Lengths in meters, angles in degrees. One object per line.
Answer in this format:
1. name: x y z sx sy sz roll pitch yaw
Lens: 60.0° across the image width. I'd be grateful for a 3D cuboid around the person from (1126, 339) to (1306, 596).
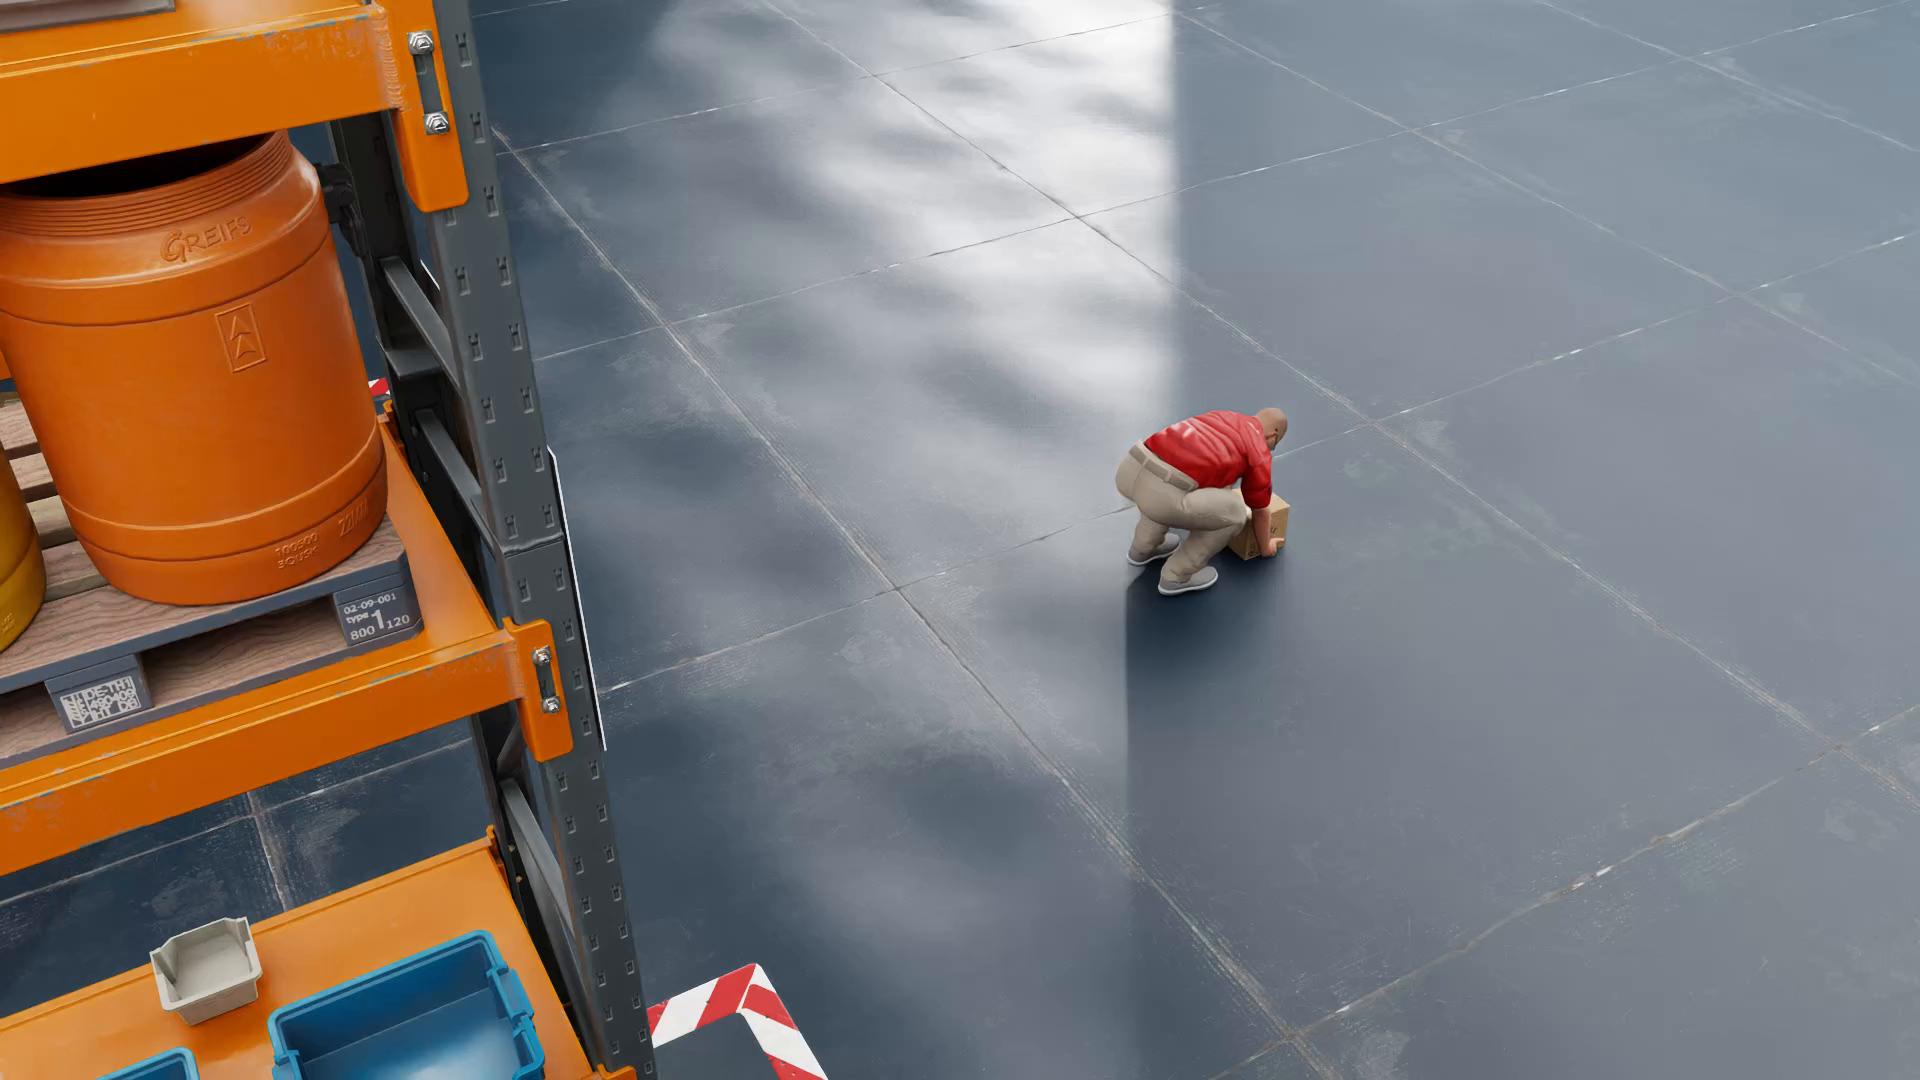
1. person: 1.223 -0.361 7.953 0.956 1.108 0.494 -20 41 -25
